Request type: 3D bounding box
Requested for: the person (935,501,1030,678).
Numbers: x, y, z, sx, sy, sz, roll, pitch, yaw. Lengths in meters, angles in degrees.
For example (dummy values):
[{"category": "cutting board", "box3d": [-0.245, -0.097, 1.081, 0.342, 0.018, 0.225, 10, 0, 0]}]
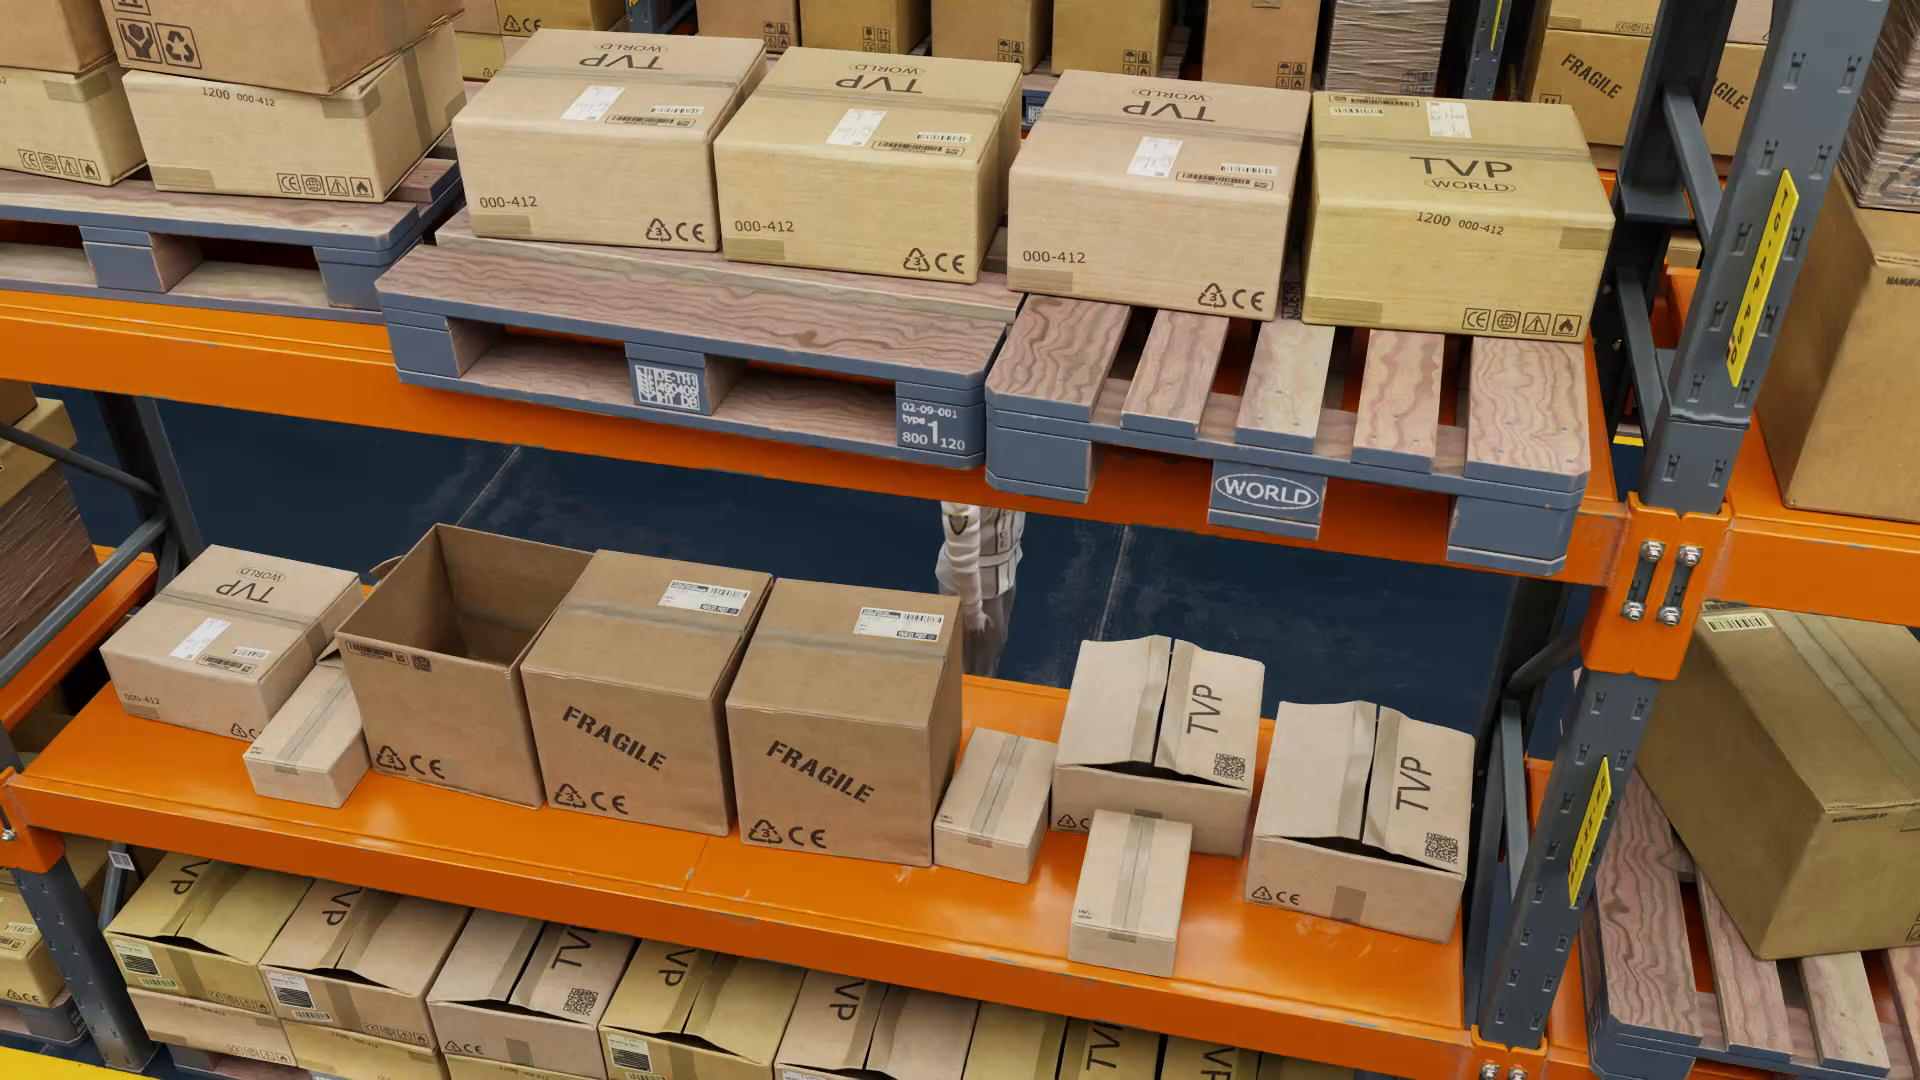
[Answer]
[{"category": "person", "box3d": [0.077, 0.128, 5.965, 0.345, 1.694, 0.474, 7, 37, 10]}]
